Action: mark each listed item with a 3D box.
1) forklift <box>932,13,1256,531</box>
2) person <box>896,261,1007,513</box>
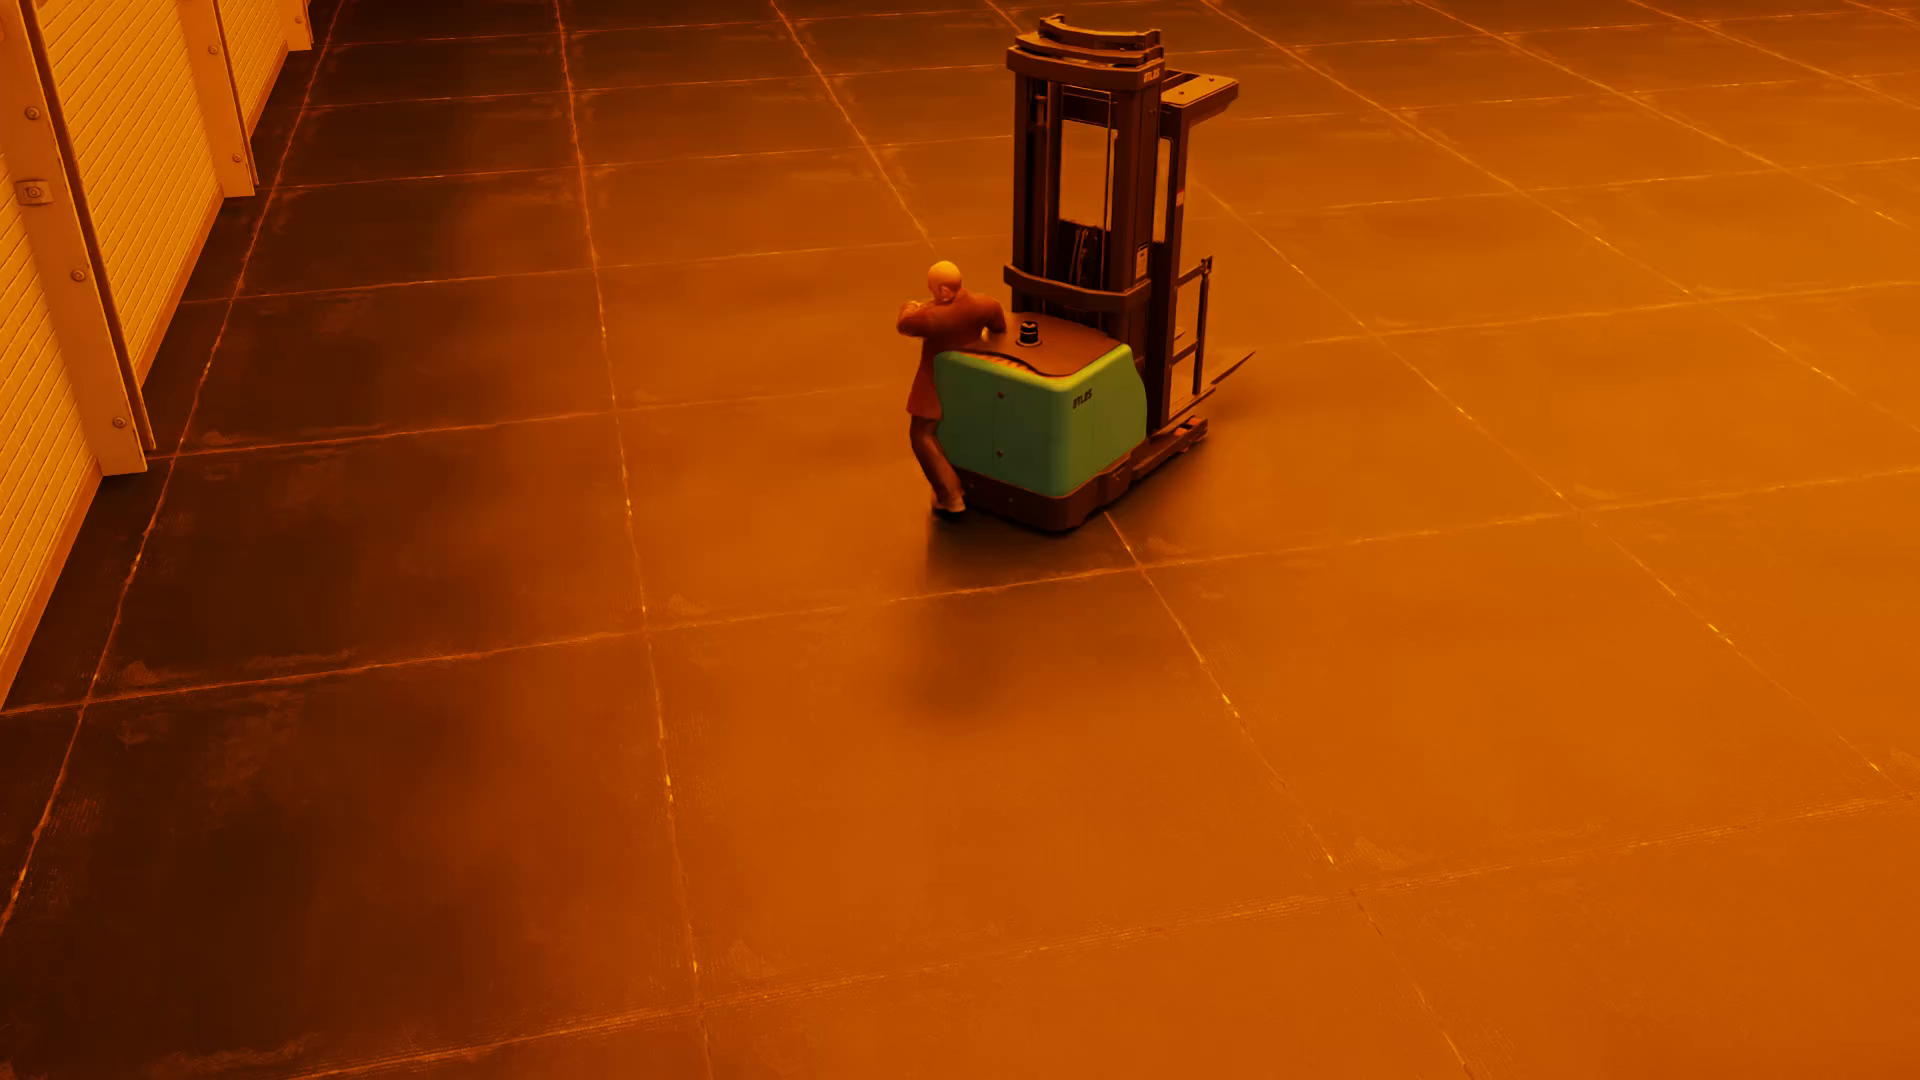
[{"bbox_3d":[1.083,-2.007,11.042,1.130,2.935,3.031,20,35,30],"label":"forklift"},{"bbox_3d":[-0.011,-1.100,10.755,0.827,1.658,0.943,-20,36,-31],"label":"person"}]
